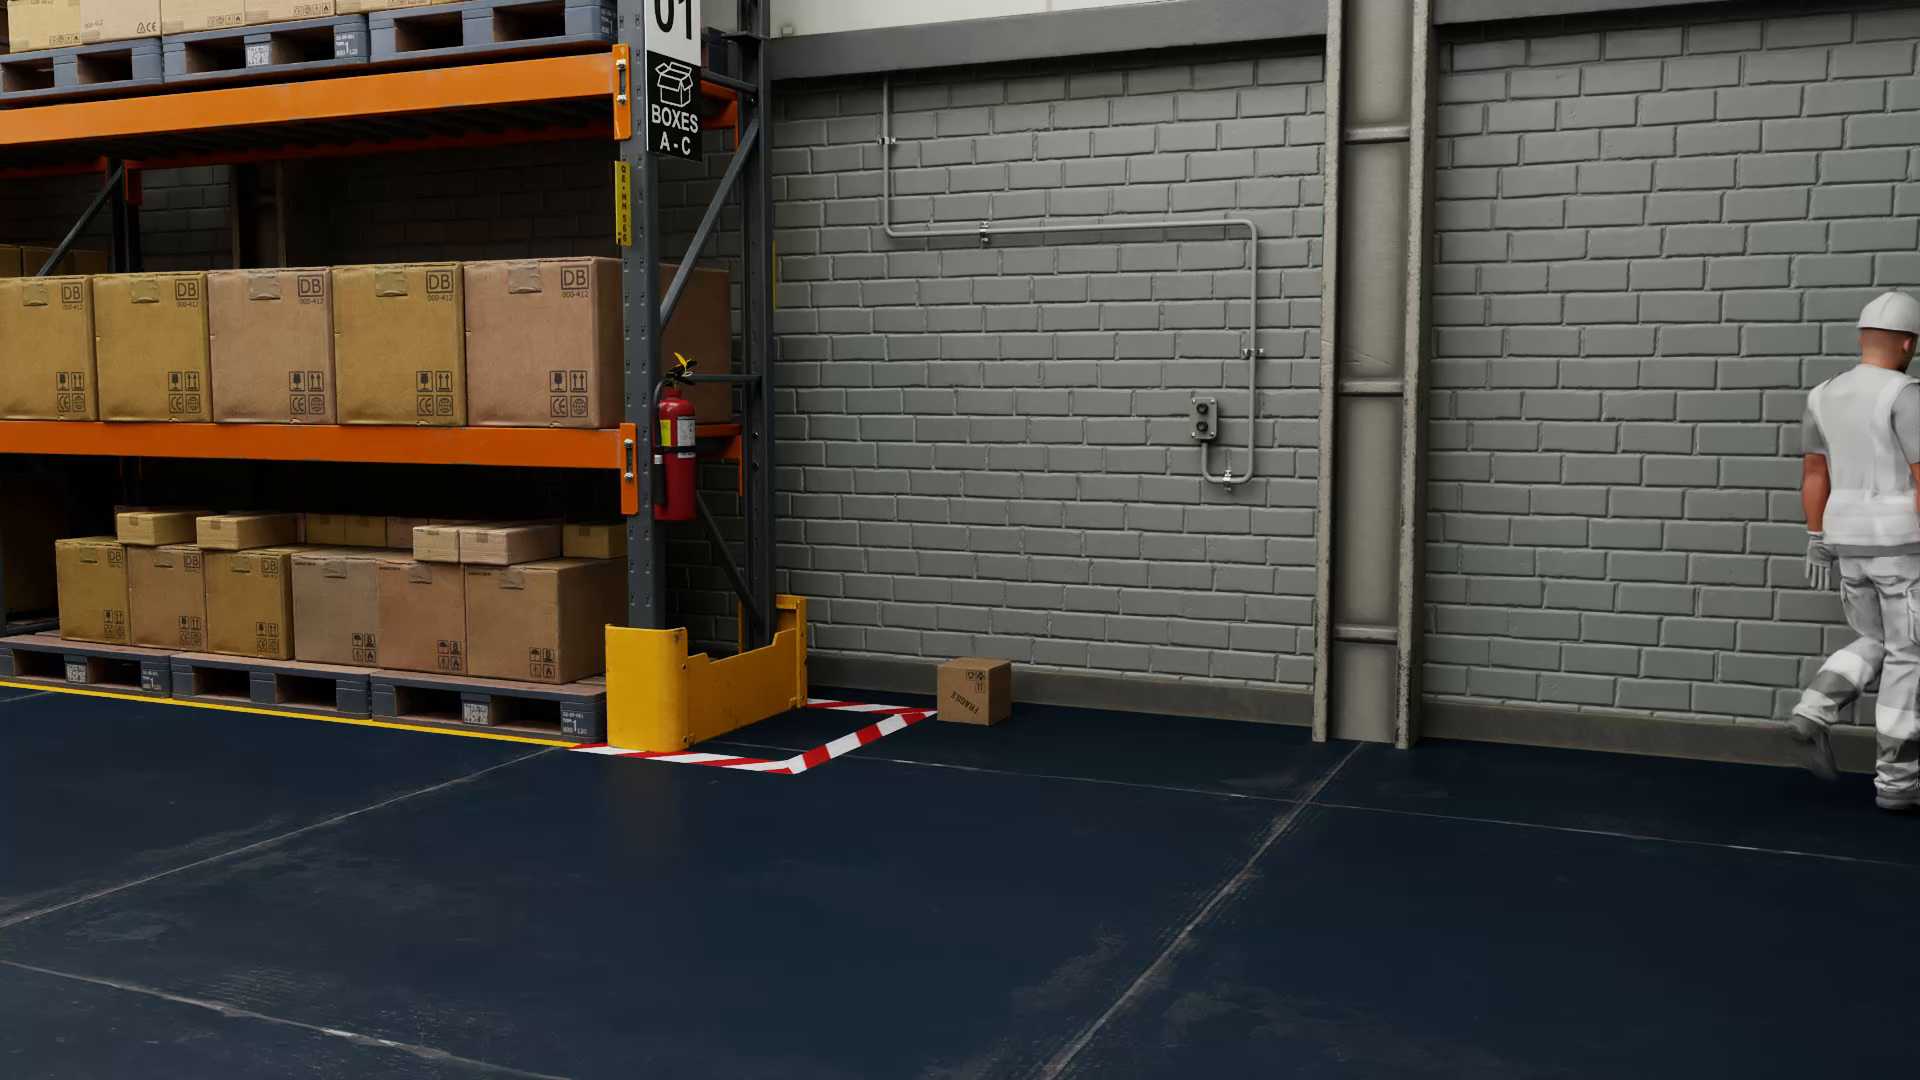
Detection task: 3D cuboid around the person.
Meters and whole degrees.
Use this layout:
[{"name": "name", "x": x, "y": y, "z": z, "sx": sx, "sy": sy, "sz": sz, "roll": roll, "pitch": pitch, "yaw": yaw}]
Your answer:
[{"name": "person", "x": 3.206, "y": 0.037, "z": 5.782, "sx": 0.534, "sy": 1.778, "sz": 0.567, "roll": -1, "pitch": 6, "yaw": -14}]
